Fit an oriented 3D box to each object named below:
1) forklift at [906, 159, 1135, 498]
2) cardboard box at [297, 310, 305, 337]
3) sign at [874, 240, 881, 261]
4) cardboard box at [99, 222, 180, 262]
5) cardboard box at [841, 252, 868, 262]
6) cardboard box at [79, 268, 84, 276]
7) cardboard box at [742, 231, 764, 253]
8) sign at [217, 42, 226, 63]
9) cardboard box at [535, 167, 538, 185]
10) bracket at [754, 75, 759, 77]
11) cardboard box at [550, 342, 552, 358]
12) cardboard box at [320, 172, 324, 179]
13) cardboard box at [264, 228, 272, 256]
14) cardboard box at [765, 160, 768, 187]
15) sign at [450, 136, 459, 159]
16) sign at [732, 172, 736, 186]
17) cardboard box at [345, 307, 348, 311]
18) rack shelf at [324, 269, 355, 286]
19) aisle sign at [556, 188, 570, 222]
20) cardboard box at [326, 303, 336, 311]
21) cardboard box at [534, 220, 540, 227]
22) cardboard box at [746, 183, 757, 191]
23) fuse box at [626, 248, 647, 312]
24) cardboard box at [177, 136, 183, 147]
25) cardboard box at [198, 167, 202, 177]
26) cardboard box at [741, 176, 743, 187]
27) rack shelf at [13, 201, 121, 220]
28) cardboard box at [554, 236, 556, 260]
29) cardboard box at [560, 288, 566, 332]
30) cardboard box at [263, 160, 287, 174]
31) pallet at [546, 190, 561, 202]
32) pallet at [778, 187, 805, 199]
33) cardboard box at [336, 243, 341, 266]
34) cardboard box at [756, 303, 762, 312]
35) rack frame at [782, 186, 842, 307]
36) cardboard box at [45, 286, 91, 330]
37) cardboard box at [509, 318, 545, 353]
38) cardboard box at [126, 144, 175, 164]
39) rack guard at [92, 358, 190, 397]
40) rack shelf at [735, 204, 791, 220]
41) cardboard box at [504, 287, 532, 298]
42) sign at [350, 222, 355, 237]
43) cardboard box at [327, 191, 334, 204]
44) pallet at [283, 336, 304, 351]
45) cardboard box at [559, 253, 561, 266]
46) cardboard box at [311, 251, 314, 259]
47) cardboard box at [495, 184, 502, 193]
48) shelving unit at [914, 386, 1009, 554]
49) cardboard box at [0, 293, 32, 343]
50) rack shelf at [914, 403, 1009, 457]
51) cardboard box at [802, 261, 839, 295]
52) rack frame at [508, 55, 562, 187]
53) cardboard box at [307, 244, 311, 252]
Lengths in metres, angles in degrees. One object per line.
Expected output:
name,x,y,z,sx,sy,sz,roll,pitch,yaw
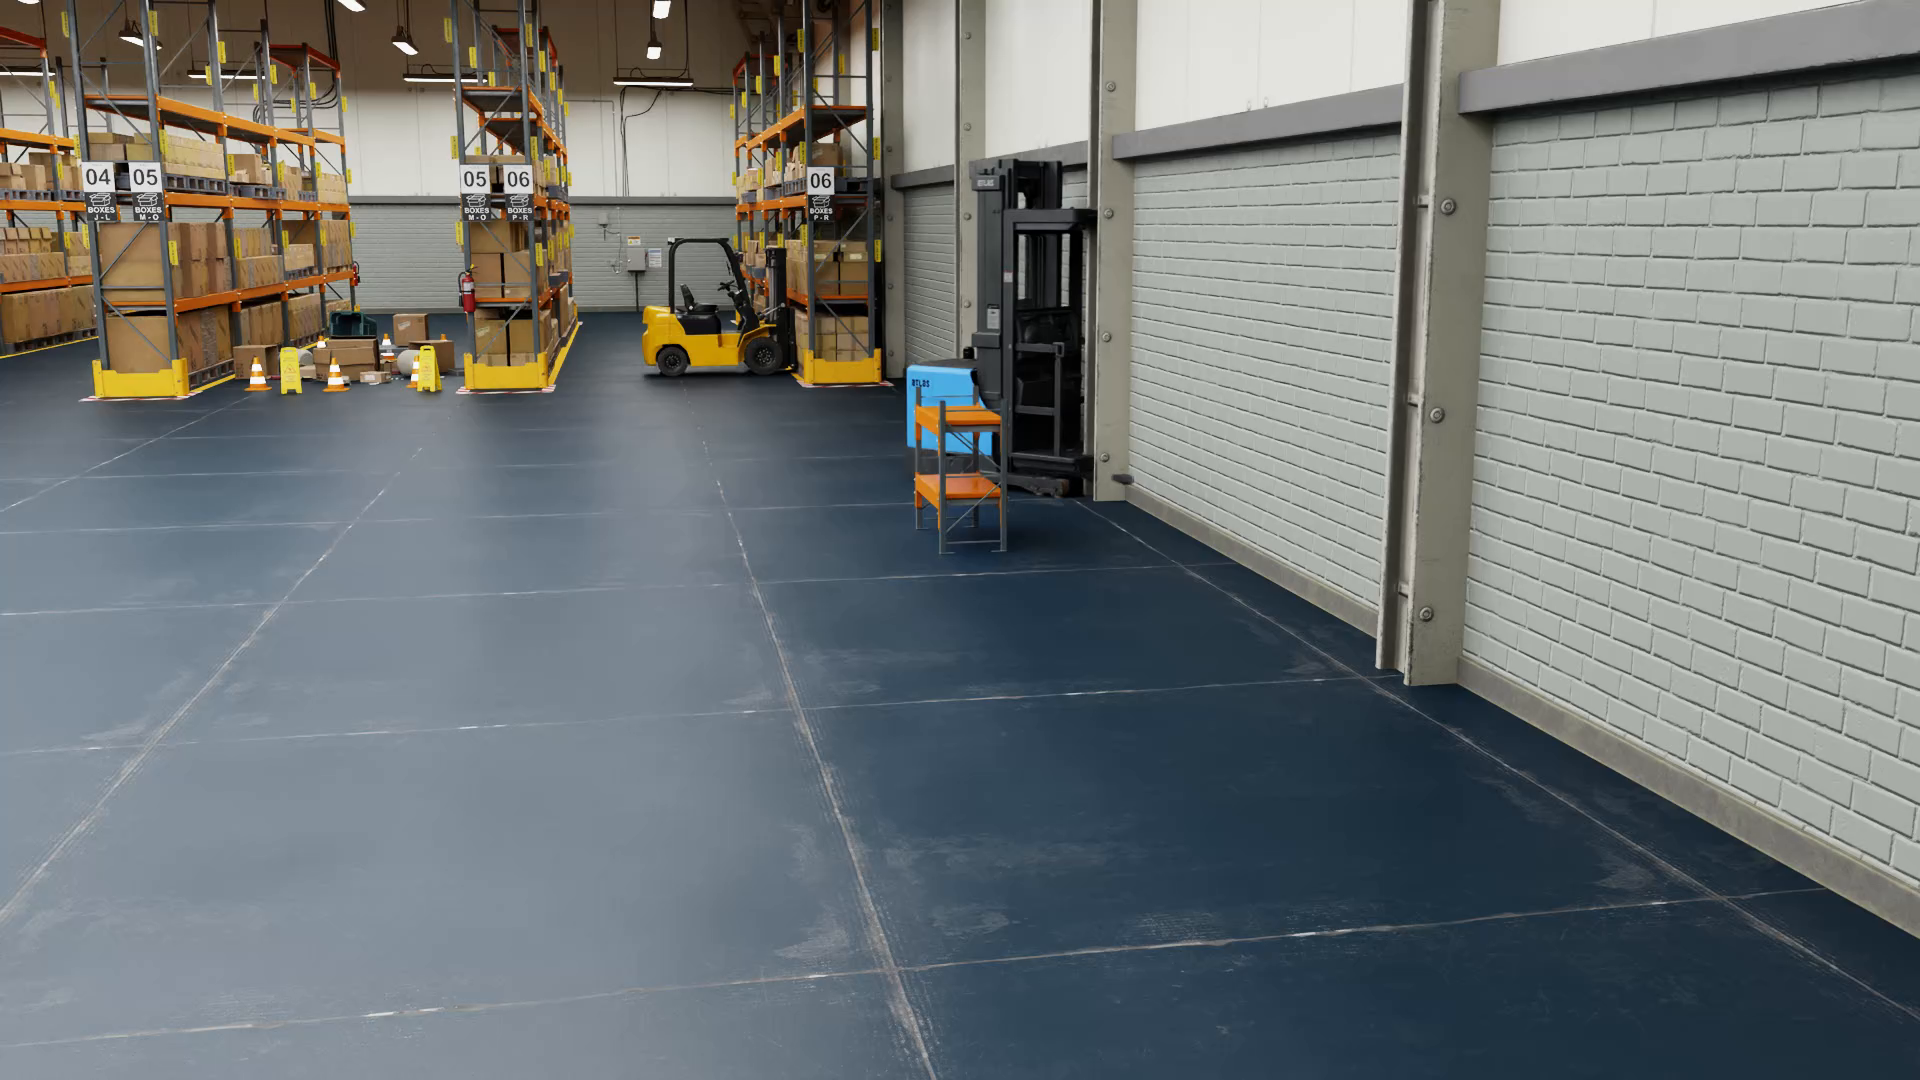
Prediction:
forklift,0.959,-1.921,14.949,3.031,2.935,1.130,8,14,38
cardboard box,-13.044,-4.191,32.255,0.500,0.500,0.500,-2,11,-10
sign,-1.250,-4.377,25.144,0.100,0.325,0.005,-2,11,-11
cardboard box,-11.533,-4.188,23.387,0.875,0.550,0.550,-2,11,-11
cardboard box,-1.607,-4.333,25.439,0.380,0.149,0.250,-2,11,-12
cardboard box,-18.552,-5.593,34.729,0.380,0.149,0.250,-2,11,-9
cardboard box,-4.791,-6.901,38.532,0.500,0.500,0.500,-2,11,-10
sign,-11.728,-7.747,26.411,0.100,0.325,0.005,-2,11,-11
cardboard box,-6.588,-5.453,24.909,0.500,0.250,0.500,-2,11,-12
bracket,-5.437,-12.569,45.039,0.235,0.232,0.430,-2,11,-11
cardboard box,-6.949,-3.106,27.223,0.500,0.250,0.500,-2,11,-13
cardboard box,-13.783,-7.763,35.436,0.380,0.149,0.250,-2,11,-13
cardboard box,-12.978,-5.439,30.309,0.700,0.500,0.500,-2,11,-11
cardboard box,-3.449,-6.998,31.758,0.500,0.500,0.500,-2,11,-11
sign,-7.212,-5.605,23.731,0.100,0.325,0.005,-2,11,-11
sign,-5.439,-8.712,40.084,0.100,0.325,0.005,-2,11,-11
cardboard box,-14.126,-5.219,37.800,0.380,0.149,0.250,-3,11,-13
rack shelf,-14.222,-5.728,36.695,1.077,0.370,4.000,-2,11,-11
aisle sign,-9.485,-7.949,39.484,0.394,0.787,0.004,-2,11,-11
cardboard box,-13.832,-5.078,36.263,0.380,0.149,0.250,-2,11,-10
cardboard box,-9.314,-6.870,36.091,0.380,0.149,0.250,-2,11,-10
cardboard box,-4.334,-7.490,35.285,0.380,0.149,0.250,-2,11,-10
fuse box,-8.806,-7.097,45.408,0.539,1.711,0.414,-2,11,-11
cardboard box,-11.398,-5.724,23.872,0.380,0.149,0.250,-2,11,-10
cardboard box,-11.595,-5.518,24.926,0.380,0.149,0.250,-2,11,-11
cardboard box,-4.766,-8.251,38.269,0.500,0.250,0.500,-2,11,-9
rack shelf,-19.107,-7.040,35.564,1.077,0.370,4.000,-2,11,-11
cardboard box,-7.542,-5.221,29.920,0.500,0.500,0.500,-3,11,-13
cardboard box,-8.441,-4.636,33.590,0.875,0.875,0.875,-2,11,-10
cardboard box,-13.052,-7.104,31.662,0.396,0.266,0.258,-2,11,-11
pallet,-8.396,-6.677,32.237,1.213,0.211,1.003,-2,11,-8
pallet,-2.757,-6.168,29.572,0.805,0.209,1.217,-3,11,-13
cardboard box,-13.981,-6.292,36.668,0.500,0.500,0.500,-2,11,-8
cardboard box,-4.050,-4.787,35.388,0.500,0.500,0.500,-2,11,-13
rack frame,-2.573,-4.628,28.987,1.000,3.000,0.127,-2,11,-11
cardboard box,-18.768,-4.840,34.661,0.875,0.875,0.875,-2,11,-11
cardboard box,-6.554,-3.099,25.181,0.500,0.500,0.500,-3,11,-13
cardboard box,-11.341,-5.413,23.309,0.500,0.250,0.500,-2,11,-11
rack guard,-11.494,-2.282,23.348,1.175,0.500,0.348,-2,11,-11
rack shelf,-4.518,-7.582,38.410,1.077,0.370,4.000,-2,11,-11
cardboard box,-6.526,-3.659,24.571,0.380,0.149,0.250,-2,11,-11
sign,-14.063,-7.189,38.504,0.100,0.325,0.005,-2,11,-11
cardboard box,-13.853,-7.397,35.917,0.500,0.250,0.500,-2,11,-9
pallet,-13.206,-3.755,31.860,1.003,0.211,1.213,-2,11,-11
cardboard box,-8.175,-5.549,32.890,0.500,0.250,0.500,-2,11,-10
cardboard box,-13.562,-5.878,34.311,0.380,0.149,0.250,-2,11,-9
cardboard box,-7.090,-5.261,24.967,0.380,0.149,0.250,-2,11,-11
shelving unit,-0.001,-0.554,12.598,0.538,1.125,1.048,-2,11,-11
cardboard box,-18.054,-4.109,30.824,1.225,0.875,0.875,-3,11,-14
rack shelf,-0.001,-0.841,12.543,0.538,0.278,1.000,-2,11,-11
cardboard box,-2.148,-4.024,25.547,0.500,0.500,0.500,-2,11,-12
rack frame,-8.997,-8.861,35.183,1.000,3.000,0.127,-2,11,-11
cardboard box,-13.510,-5.974,34.021,0.380,0.149,0.250,-2,11,-13
